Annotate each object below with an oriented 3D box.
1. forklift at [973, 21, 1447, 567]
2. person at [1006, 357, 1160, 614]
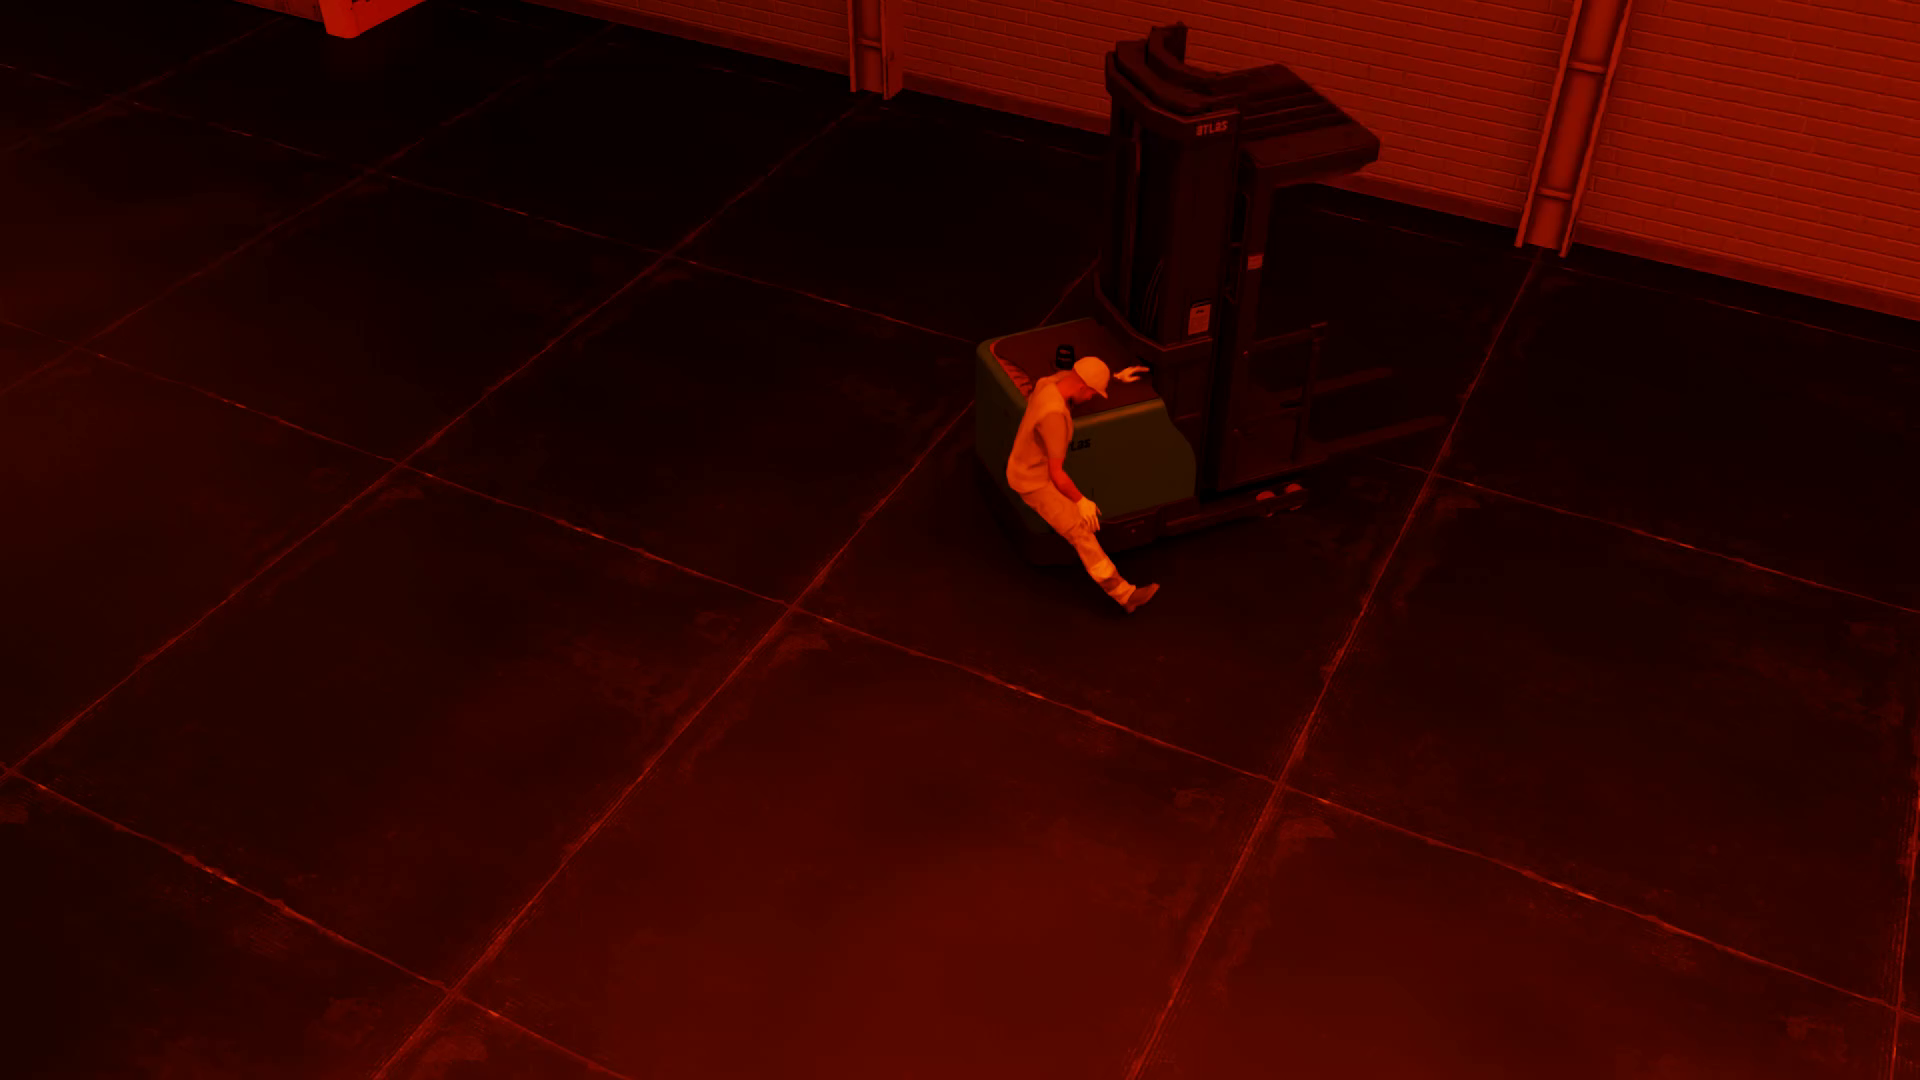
[{"bbox_3d":[1.650,-1.565,9.844,3.031,2.935,1.130,-15,42,-17],"label":"forklift"},{"bbox_3d":[0.750,-0.459,9.672,1.069,1.421,1.102,10,41,11],"label":"person"}]
